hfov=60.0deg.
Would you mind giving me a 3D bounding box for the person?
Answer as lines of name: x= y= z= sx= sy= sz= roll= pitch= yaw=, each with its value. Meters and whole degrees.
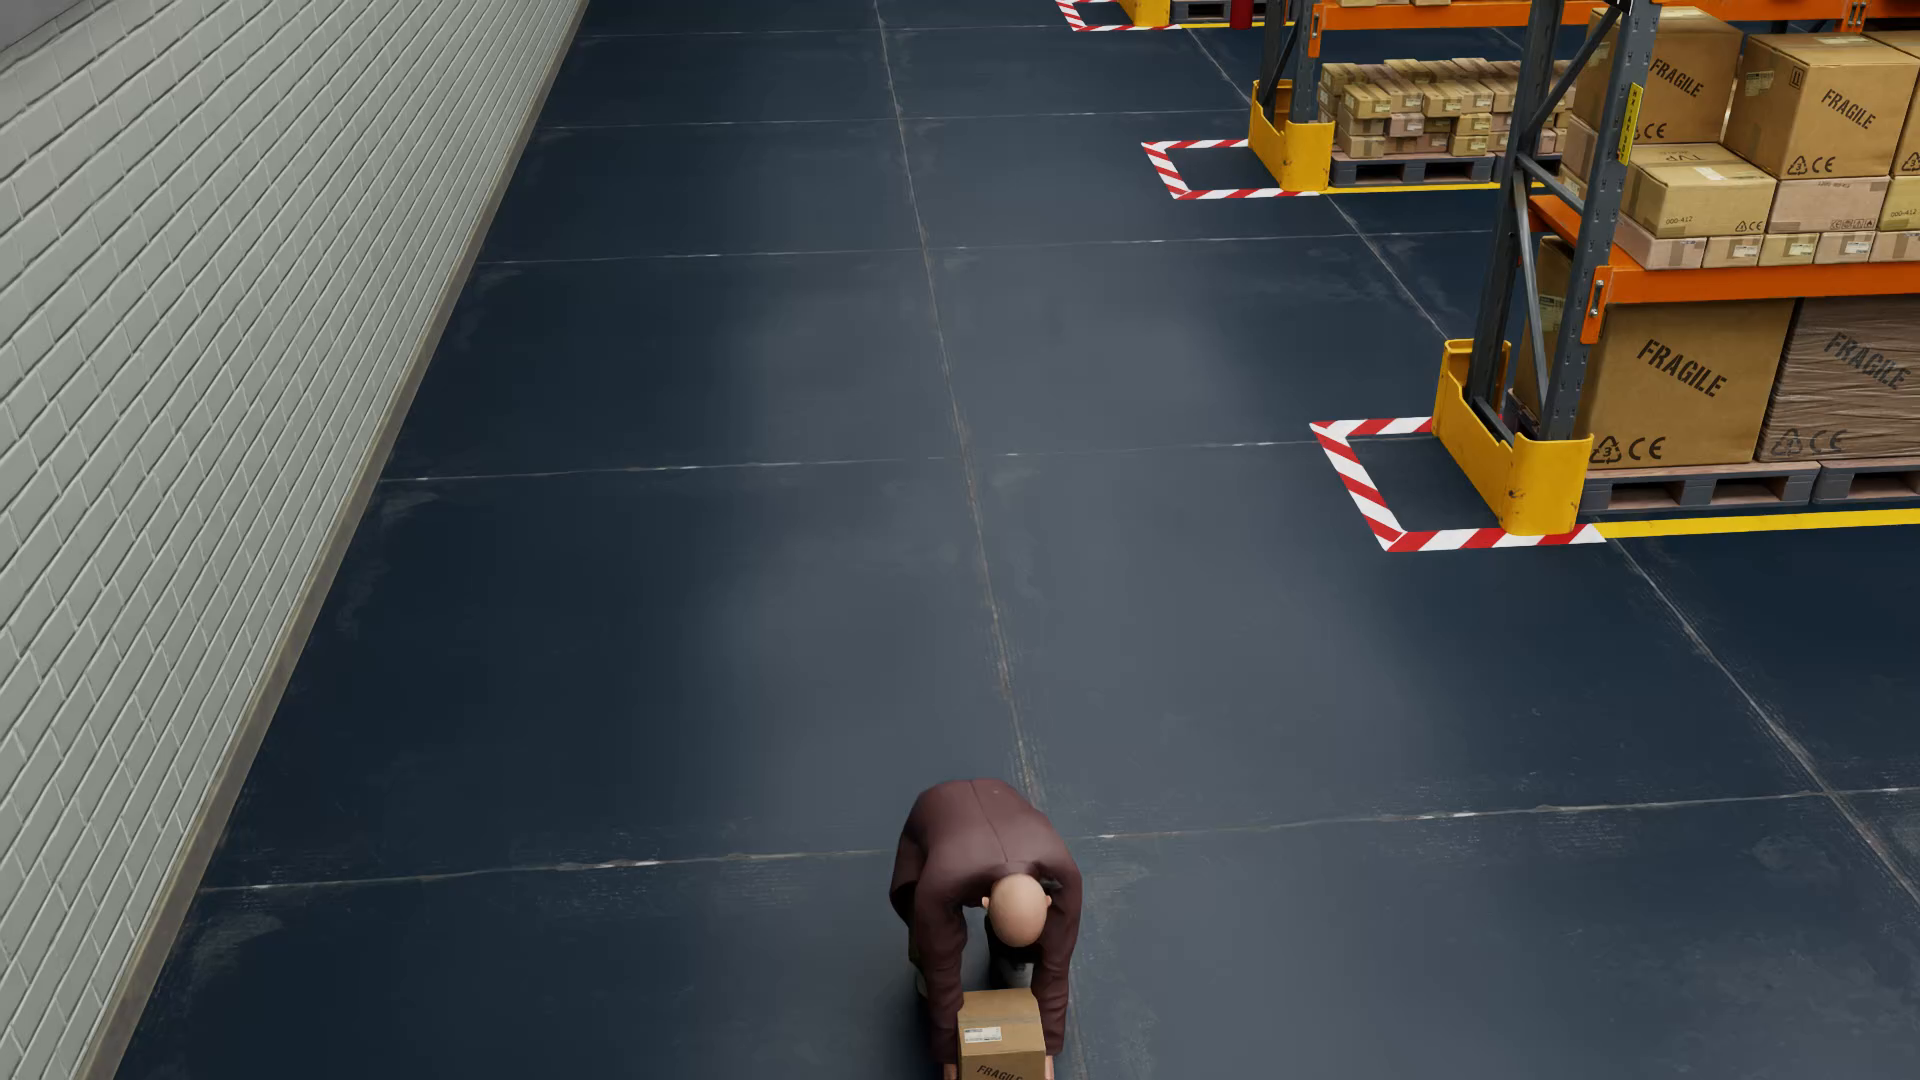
person: x=0.072 y=0.670 z=5.024 sx=0.530 sy=1.769 sz=0.563 roll=-2 pitch=31 yaw=-4
